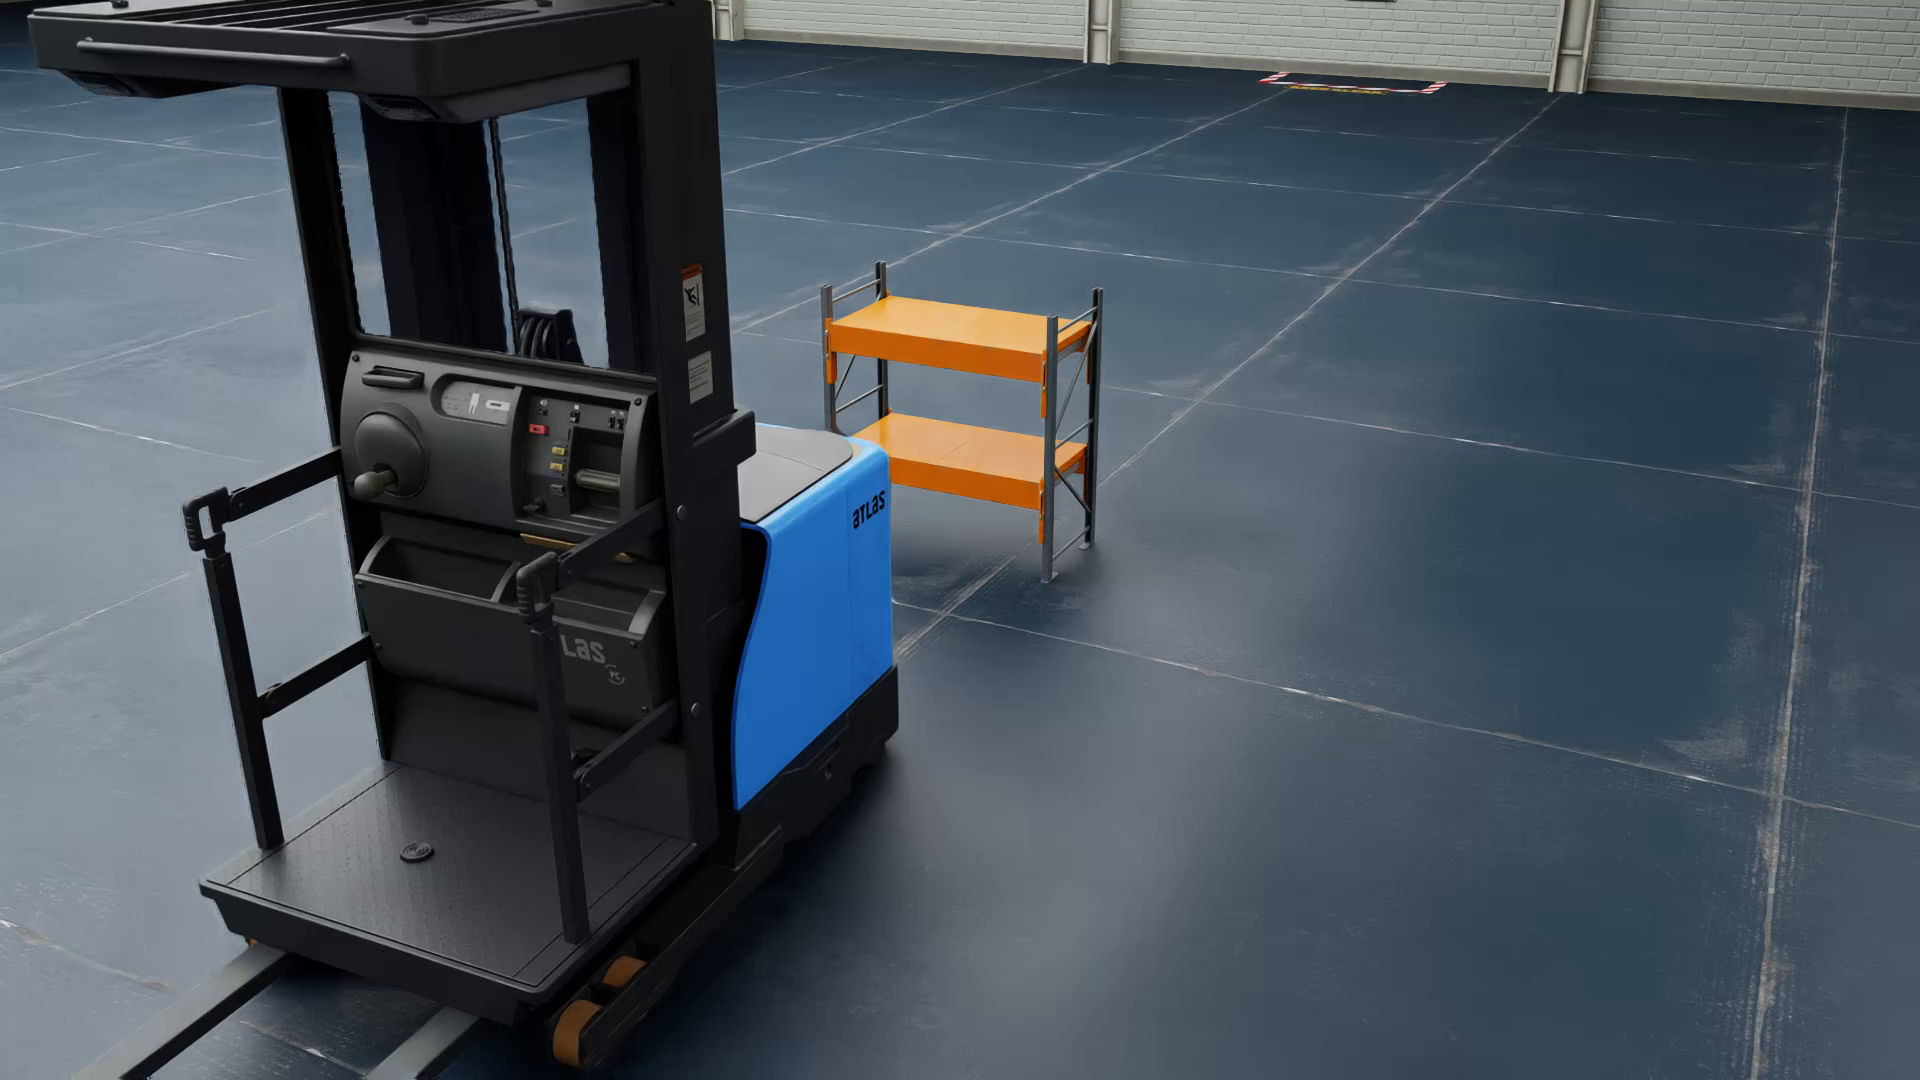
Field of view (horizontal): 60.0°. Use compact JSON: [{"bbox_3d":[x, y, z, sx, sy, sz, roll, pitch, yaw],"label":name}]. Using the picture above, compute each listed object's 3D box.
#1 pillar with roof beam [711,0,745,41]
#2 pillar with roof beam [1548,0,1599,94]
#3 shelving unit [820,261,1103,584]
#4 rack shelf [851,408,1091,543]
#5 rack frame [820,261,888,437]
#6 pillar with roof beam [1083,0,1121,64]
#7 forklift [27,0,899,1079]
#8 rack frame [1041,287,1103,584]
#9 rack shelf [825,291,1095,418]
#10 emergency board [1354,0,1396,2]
[{"bbox_3d":[-5.401,-10.118,19.542,0.400,9.000,9.100,11,25,25],"label":"pillar with roof beam"},{"bbox_3d":[5.308,-7.999,14.560,0.400,9.000,9.100,11,25,25],"label":"pillar with roof beam"},{"bbox_3d":[0.006,-0.516,7.027,1.048,1.125,0.538,11,25,25],"label":"shelving unit"},{"bbox_3d":[0.006,-0.291,7.123,1.000,0.278,0.538,11,25,25],"label":"rack shelf"},{"bbox_3d":[-0.448,-0.606,7.238,0.032,1.125,0.500,11,25,25],"label":"rack frame"},{"bbox_3d":[-0.047,-9.058,17.051,0.400,9.000,9.100,11,25,25],"label":"pillar with roof beam"},{"bbox_3d":[-1.274,-0.223,4.028,1.130,2.935,3.031,10,25,22],"label":"forklift"},{"bbox_3d":[0.460,-0.427,6.816,0.032,1.125,0.500,11,25,25],"label":"rack frame"},{"bbox_3d":[0.006,-0.786,6.913,1.000,0.278,0.538,11,25,25],"label":"rack shelf"},{"bbox_3d":[5.063,-7.199,20.345,0.626,1.169,0.157,11,25,25],"label":"emergency board"}]
